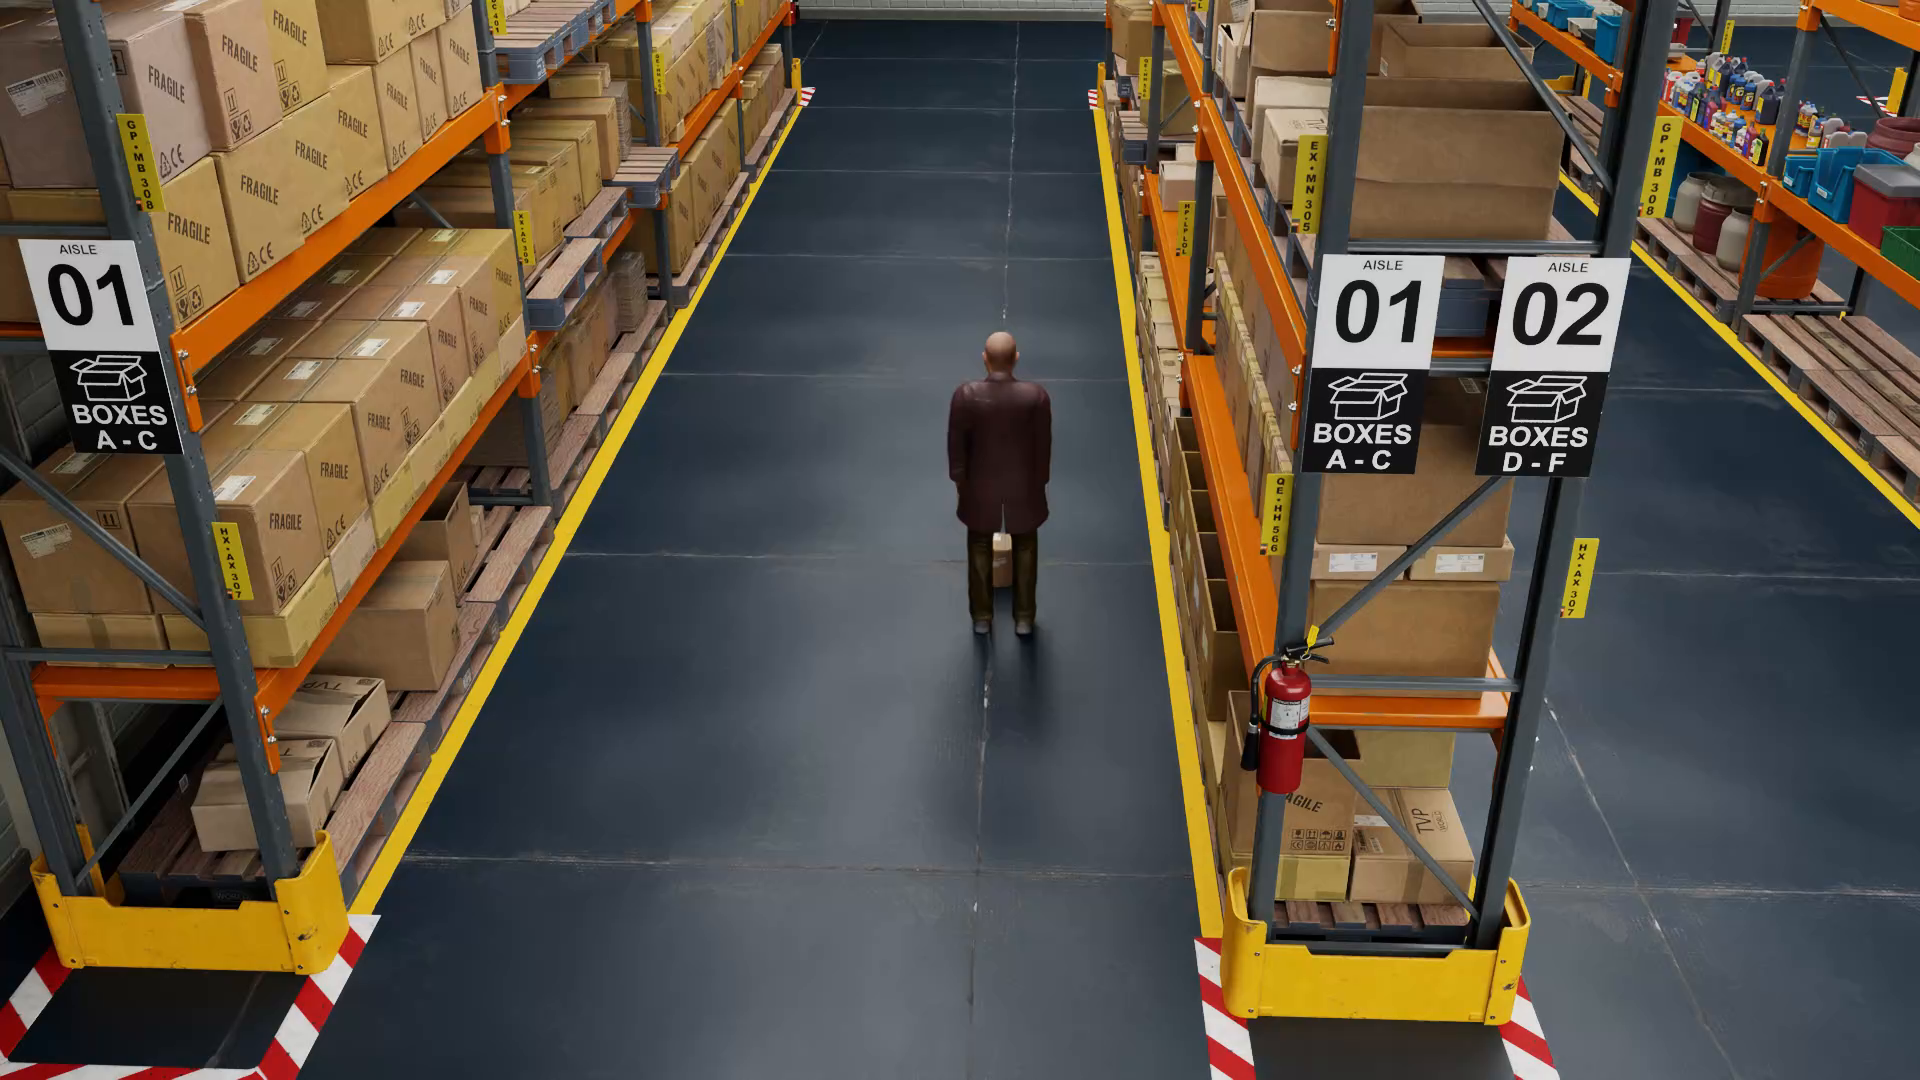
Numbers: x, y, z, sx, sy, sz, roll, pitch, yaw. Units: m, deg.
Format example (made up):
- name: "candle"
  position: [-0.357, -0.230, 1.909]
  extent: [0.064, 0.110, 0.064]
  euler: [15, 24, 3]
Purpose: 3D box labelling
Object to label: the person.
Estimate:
- name: "person"
  position: [0.219, -0.309, 9.263]
  extent: [0.572, 1.759, 0.384]
  euler: [2, 28, 4]
